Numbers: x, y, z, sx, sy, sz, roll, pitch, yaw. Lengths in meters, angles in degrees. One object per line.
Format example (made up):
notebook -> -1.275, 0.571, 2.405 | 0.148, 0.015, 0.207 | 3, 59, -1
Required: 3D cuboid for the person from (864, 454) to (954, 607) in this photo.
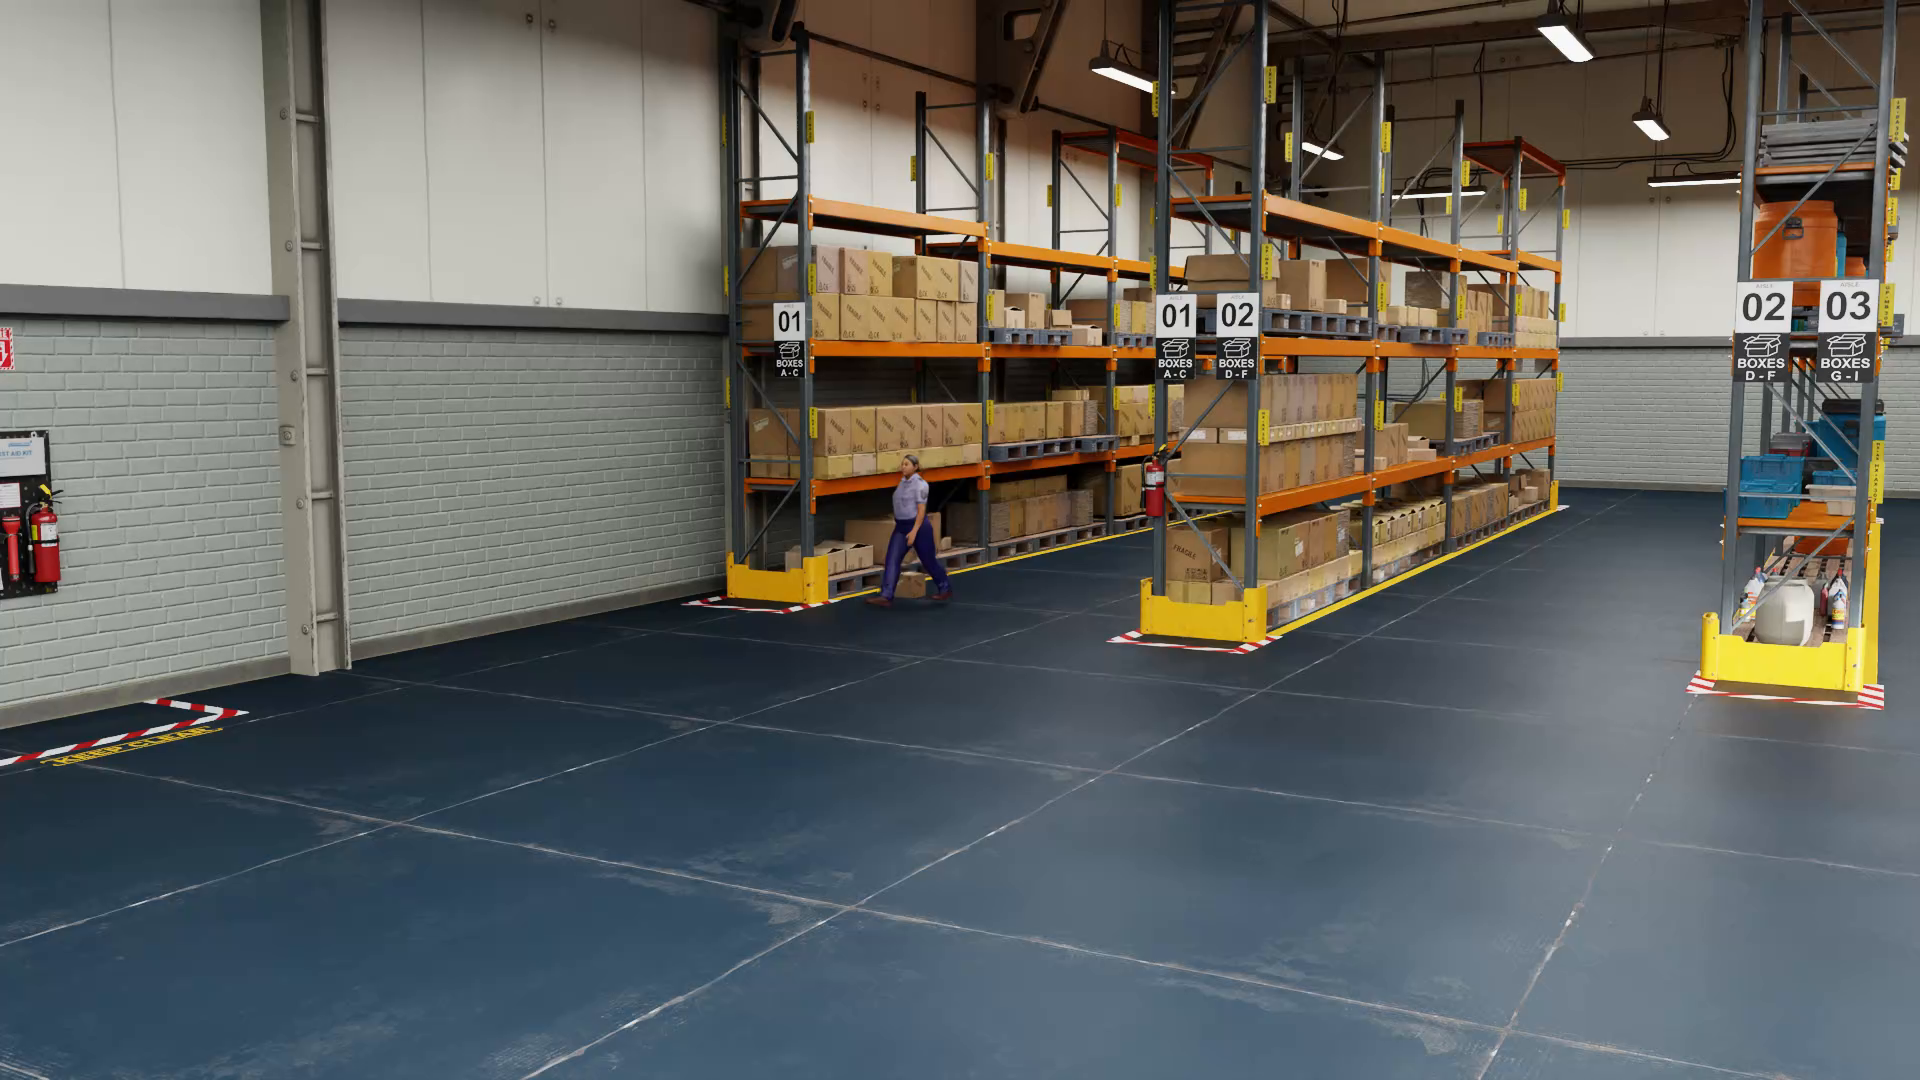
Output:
person -> -0.516, -0.103, 17.456 | 1.036, 1.595, 0.515 | -5, 8, -42
